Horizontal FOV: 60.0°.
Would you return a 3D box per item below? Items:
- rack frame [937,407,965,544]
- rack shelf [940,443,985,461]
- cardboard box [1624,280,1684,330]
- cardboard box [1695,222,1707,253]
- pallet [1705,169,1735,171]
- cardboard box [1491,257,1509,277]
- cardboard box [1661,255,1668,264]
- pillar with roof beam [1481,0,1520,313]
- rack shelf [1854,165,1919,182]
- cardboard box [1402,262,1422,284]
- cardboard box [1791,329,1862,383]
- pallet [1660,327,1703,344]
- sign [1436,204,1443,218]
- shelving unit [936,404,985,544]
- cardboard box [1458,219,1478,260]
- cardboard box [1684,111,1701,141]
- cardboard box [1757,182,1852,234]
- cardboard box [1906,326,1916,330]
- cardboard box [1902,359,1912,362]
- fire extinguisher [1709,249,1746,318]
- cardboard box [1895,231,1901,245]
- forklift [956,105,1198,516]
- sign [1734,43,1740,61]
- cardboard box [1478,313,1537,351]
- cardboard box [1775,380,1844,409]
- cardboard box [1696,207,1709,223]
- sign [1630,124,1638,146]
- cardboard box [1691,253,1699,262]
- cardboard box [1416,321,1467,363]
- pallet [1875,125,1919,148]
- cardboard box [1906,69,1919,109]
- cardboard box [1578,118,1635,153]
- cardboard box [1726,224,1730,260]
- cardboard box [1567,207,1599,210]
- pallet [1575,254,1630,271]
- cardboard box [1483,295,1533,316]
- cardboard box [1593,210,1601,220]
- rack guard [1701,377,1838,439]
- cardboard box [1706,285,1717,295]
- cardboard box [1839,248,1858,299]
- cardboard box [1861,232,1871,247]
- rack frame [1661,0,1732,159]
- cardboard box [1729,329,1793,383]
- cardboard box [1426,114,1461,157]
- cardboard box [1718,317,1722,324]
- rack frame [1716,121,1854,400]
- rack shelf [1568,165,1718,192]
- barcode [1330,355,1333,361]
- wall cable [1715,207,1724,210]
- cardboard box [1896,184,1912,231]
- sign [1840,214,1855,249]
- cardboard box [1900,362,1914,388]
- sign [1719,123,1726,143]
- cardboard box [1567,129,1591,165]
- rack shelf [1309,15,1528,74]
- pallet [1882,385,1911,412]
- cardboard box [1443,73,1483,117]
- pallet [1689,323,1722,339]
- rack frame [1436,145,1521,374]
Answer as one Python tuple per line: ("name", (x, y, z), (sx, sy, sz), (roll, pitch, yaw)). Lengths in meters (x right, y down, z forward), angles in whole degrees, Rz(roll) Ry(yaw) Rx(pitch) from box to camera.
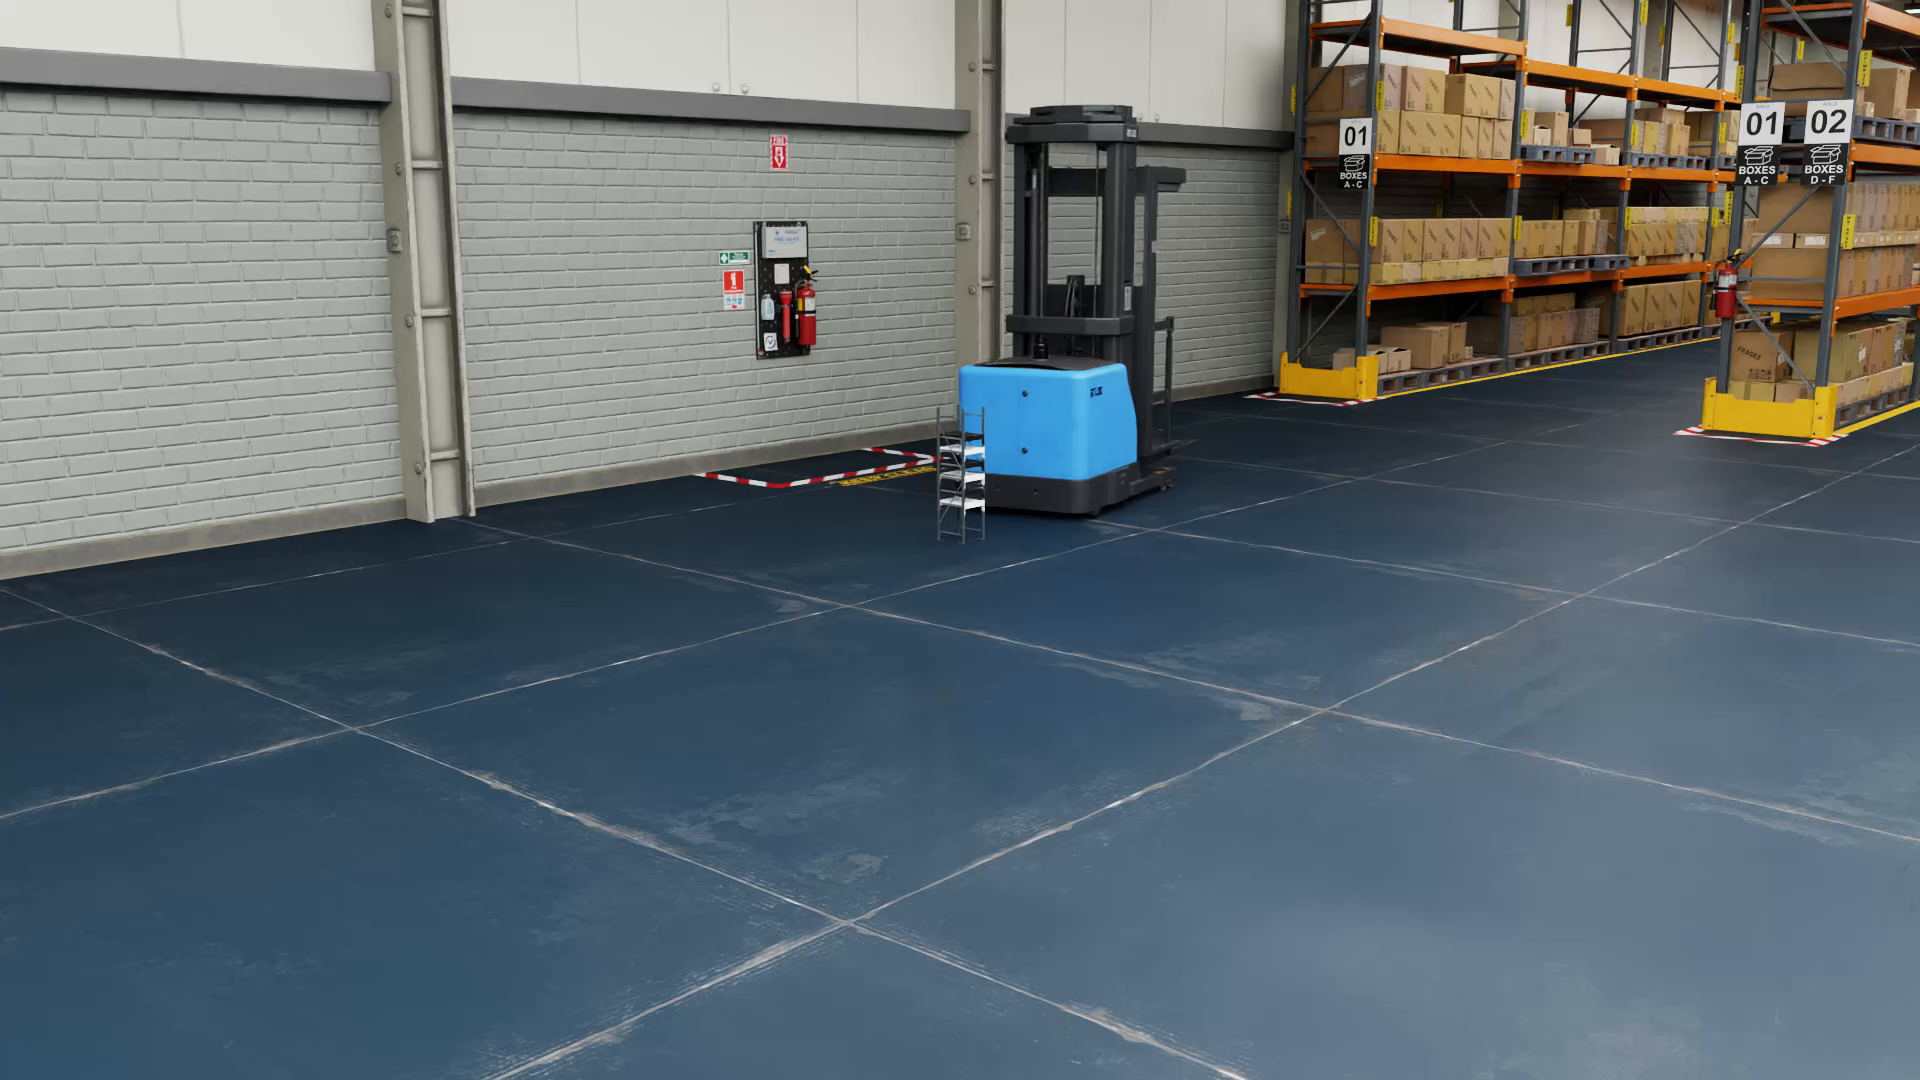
("rack frame", (-0.062, -0.428, 11.054), (0.240, 0.900, 0.006), (10, 15, 40))
("rack shelf", (0.005, -0.586, 11.100), (0.258, 0.077, 0.200), (10, 15, 40))
("cardboard box", (11.345, -3.866, 27.327), (0.750, 0.750, 0.750), (10, 15, 42))
("cardboard box", (12.146, -5.062, 27.833), (0.500, 0.500, 0.500), (9, 15, 39))
("pallet", (13.615, -6.683, 29.582), (1.003, 0.211, 1.213), (10, 15, 40))
("cardboard box", (6.895, -3.609, 21.952), (0.500, 0.250, 0.500), (10, 15, 40))
("cardboard box", (11.195, -4.540, 26.872), (0.380, 0.149, 0.250), (10, 15, 42))
("pillar with roof beam", (11.347, -6.676, 21.658), (9.100, 9.000, 0.400), (10, 15, 40))
("rack shelf", (12.024, -4.554, 20.530), (1.077, 0.370, 4.000), (10, 15, 40))
("cardboard box", (5.233, -3.238, 20.096), (0.500, 0.250, 0.500), (9, 15, 39))
("cardboard box", (8.913, -1.902, 17.109), (0.500, 0.500, 0.500), (10, 15, 40))
("pallet", (11.809, -3.467, 28.033), (1.003, 0.211, 1.213), (10, 15, 40))
("sign", (6.561, -4.420, 22.727), (0.100, 0.325, 0.005), (10, 15, 40))
("shelving unit", (0.005, -0.442, 11.129), (0.258, 0.900, 0.210), (10, 15, 40))
("cardboard box", (6.235, -3.829, 21.139), (0.500, 0.500, 0.500), (9, 15, 39))
("cardboard box", (12.547, -7.111, 28.639), (0.500, 0.500, 0.500), (10, 15, 40))
("cardboard box", (8.416, -3.313, 16.571), (0.700, 0.500, 0.500), (10, 15, 41))
("cardboard box", (11.839, -2.452, 20.344), (0.500, 0.311, 0.500), (9, 14, 38))
("cardboard box", (11.156, -2.026, 19.645), (0.500, 0.250, 0.500), (9, 15, 39))
("fire extinguisher", (7.637, -2.557, 16.555), (0.296, 0.674, 0.183), (10, 15, 40))
("cardboard box", (10.012, -3.291, 18.119), (0.380, 0.149, 0.250), (10, 15, 40))
("forklift", (1.088, -1.856, 13.019), (1.130, 2.935, 3.031), (6, 13, 26))
("sign", (14.489, -9.097, 30.993), (0.100, 0.325, 0.005), (10, 15, 40))
("cardboard box", (7.757, -2.964, 23.652), (0.700, 0.500, 0.500), (9, 15, 39))
("cardboard box", (8.585, -1.460, 16.813), (0.500, 0.250, 0.500), (10, 15, 40))
("cardboard box", (12.145, -5.429, 27.753), (0.500, 0.250, 0.500), (10, 15, 42))
("sign", (10.027, -6.024, 24.733), (0.100, 0.325, 0.005), (10, 15, 40))
("cardboard box", (12.102, -4.718, 27.766), (0.380, 0.149, 0.250), (10, 15, 41))
("cardboard box", (6.325, -2.613, 21.895), (0.500, 0.500, 0.500), (8, 14, 36))
("pallet", (10.160, -4.440, 18.350), (1.003, 0.211, 1.213), (10, 15, 40))
("cardboard box", (11.141, -5.198, 19.315), (0.500, 0.500, 0.500), (10, 15, 41))
("cardboard box", (9.892, -6.183, 25.471), (0.700, 0.500, 0.500), (8, 14, 36))
("cardboard box", (13.118, -5.290, 29.271), (0.980, 0.700, 0.700), (9, 15, 39))
("cardboard box", (9.725, -5.042, 25.818), (0.500, 0.250, 0.500), (10, 15, 42))
("pallet", (9.230, -4.157, 24.855), (1.213, 0.211, 1.003), (10, 15, 40))
("cardboard box", (7.742, -3.315, 23.492), (0.500, 0.250, 0.500), (9, 15, 39))
("cardboard box", (9.416, -4.898, 25.040), (0.380, 0.149, 0.250), (7, 14, 33))
("rack guard", (8.048, -1.323, 16.561), (1.175, 0.500, 0.348), (10, 15, 40))
("cardboard box", (13.195, -4.380, 29.136), (0.380, 0.149, 0.250), (10, 15, 42))
("cardboard box", (8.724, -2.747, 17.049), (0.700, 0.500, 0.500), (10, 15, 42))
("cardboard box", (9.165, -3.102, 17.171), (0.380, 0.149, 0.250), (9, 14, 38))
("rack frame", (12.261, -7.900, 27.789), (1.000, 3.000, 0.127), (10, 15, 40))
("cardboard box", (8.194, -1.895, 17.076), (0.500, 0.500, 0.500), (10, 15, 40))
("cardboard box", (5.807, -4.972, 20.482), (0.500, 0.500, 0.500), (11, 16, 44))
("cardboard box", (13.166, -4.109, 29.433), (0.700, 0.500, 0.500), (10, 15, 40))
("rack frame", (8.064, -2.553, 16.334), (1.000, 3.000, 0.127), (10, 15, 40))
("rack shelf", (10.941, -5.782, 26.680), (1.077, 0.370, 4.000), (10, 15, 40))
("barcode", (4.576, -2.239, 20.480), (0.001, 0.075, 0.075), (10, 15, 40))
("wall cable", (15.036, -6.356, 32.779), (0.084, 1.984, 1.851), (10, 15, 40))
("cardboard box", (10.083, -3.686, 18.439), (0.700, 0.500, 0.500), (10, 15, 40))
("sign", (8.476, -2.943, 15.877), (0.100, 0.325, 0.005), (10, 15, 40))
("cardboard box", (10.562, -1.902, 19.025), (0.500, 0.250, 0.500), (10, 15, 40))
("sign", (12.675, -6.768, 27.658), (0.100, 0.325, 0.005), (10, 15, 40))
("cardboard box", (8.696, -5.722, 24.230), (0.637, 0.503, 0.797), (-10, 15, -40))
("rack shelf", (5.660, -6.074, 20.494), (1.077, 0.370, 4.000), (10, 15, 40))
("pallet", (10.148, -1.662, 18.994), (1.003, 0.211, 1.213), (10, 15, 40))
("cardboard box", (6.163, -5.532, 20.734), (0.500, 0.500, 0.500), (9, 14, 38))
("pallet", (12.822, -3.692, 29.159), (1.003, 0.211, 1.213), (10, 15, 40))
("rack frame", (6.980, -3.781, 22.484), (1.000, 3.000, 0.127), (10, 15, 40))
